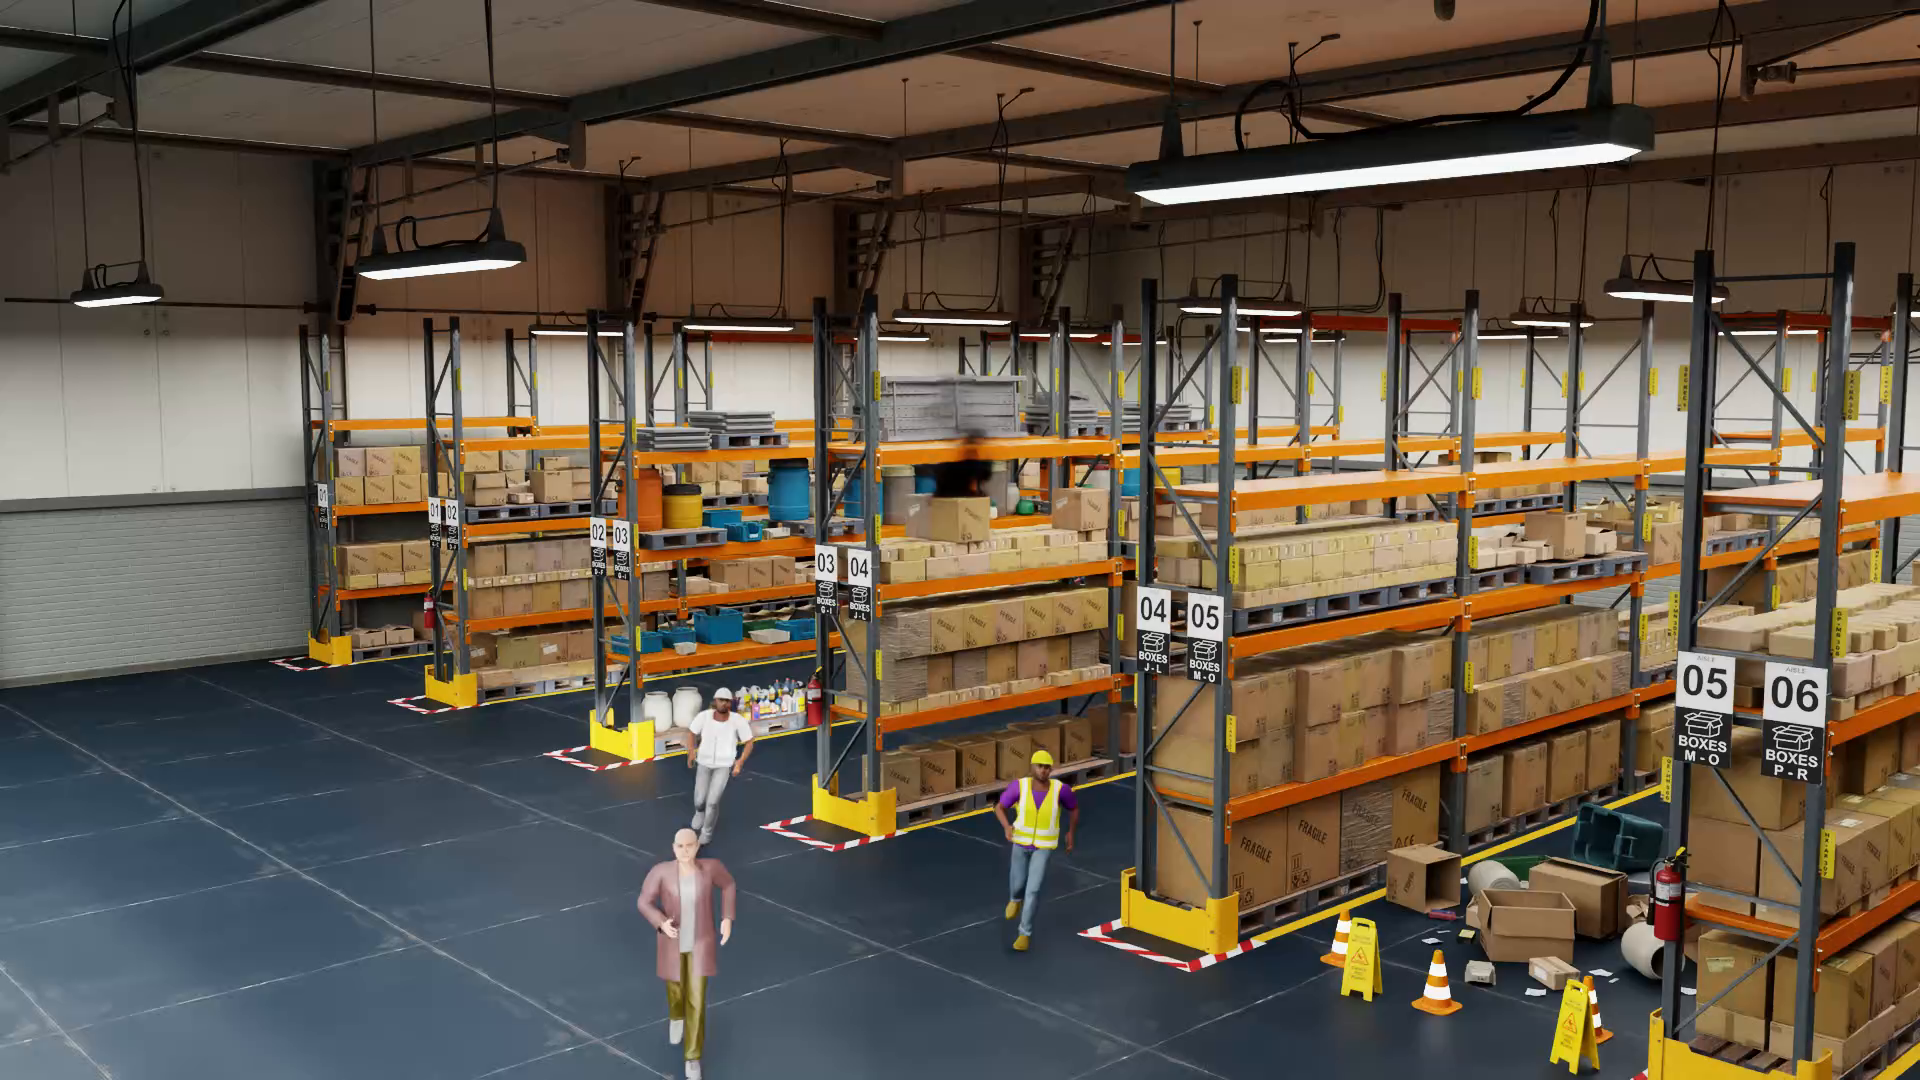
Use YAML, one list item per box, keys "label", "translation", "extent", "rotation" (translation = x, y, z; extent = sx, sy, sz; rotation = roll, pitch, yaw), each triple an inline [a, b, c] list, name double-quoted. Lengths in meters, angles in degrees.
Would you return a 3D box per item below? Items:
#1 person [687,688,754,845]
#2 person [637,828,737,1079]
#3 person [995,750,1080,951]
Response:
- label: "person"
  translation: [-2.646, 2.469, 18.359]
  extent: [0.752, 1.704, 0.592]
  rotation: [0, 6, -1]
- label: "person"
  translation: [-2.037, 3.027, 12.441]
  extent: [0.734, 1.799, 0.933]
  rotation: [-1, 6, -8]
- label: "person"
  translation: [0.708, 2.774, 15.155]
  extent: [0.774, 1.733, 0.942]
  rotation: [0, 6, 1]
